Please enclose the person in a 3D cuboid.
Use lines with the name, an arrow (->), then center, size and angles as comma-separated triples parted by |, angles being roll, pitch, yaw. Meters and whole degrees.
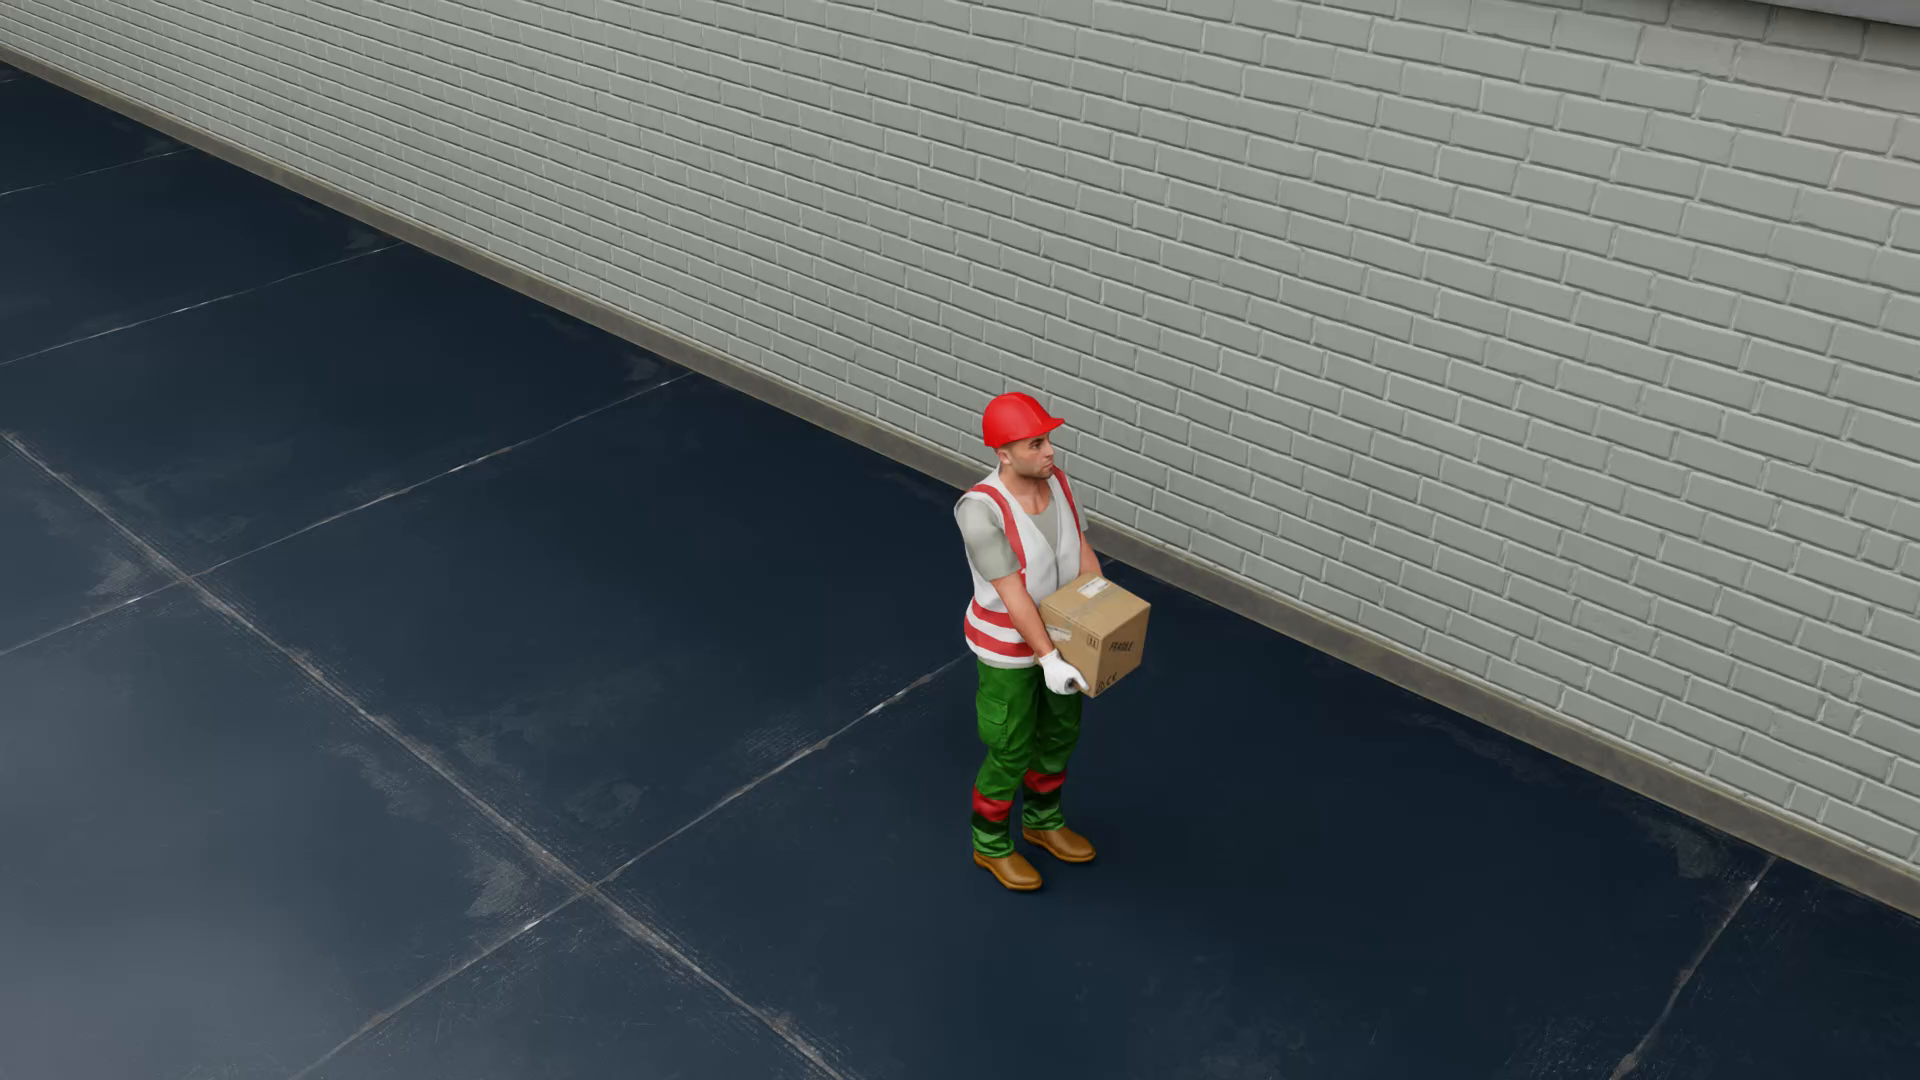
person -> 0.295, 0.375, 5.493 | 0.563, 1.783, 0.494 | 25, 39, 35
